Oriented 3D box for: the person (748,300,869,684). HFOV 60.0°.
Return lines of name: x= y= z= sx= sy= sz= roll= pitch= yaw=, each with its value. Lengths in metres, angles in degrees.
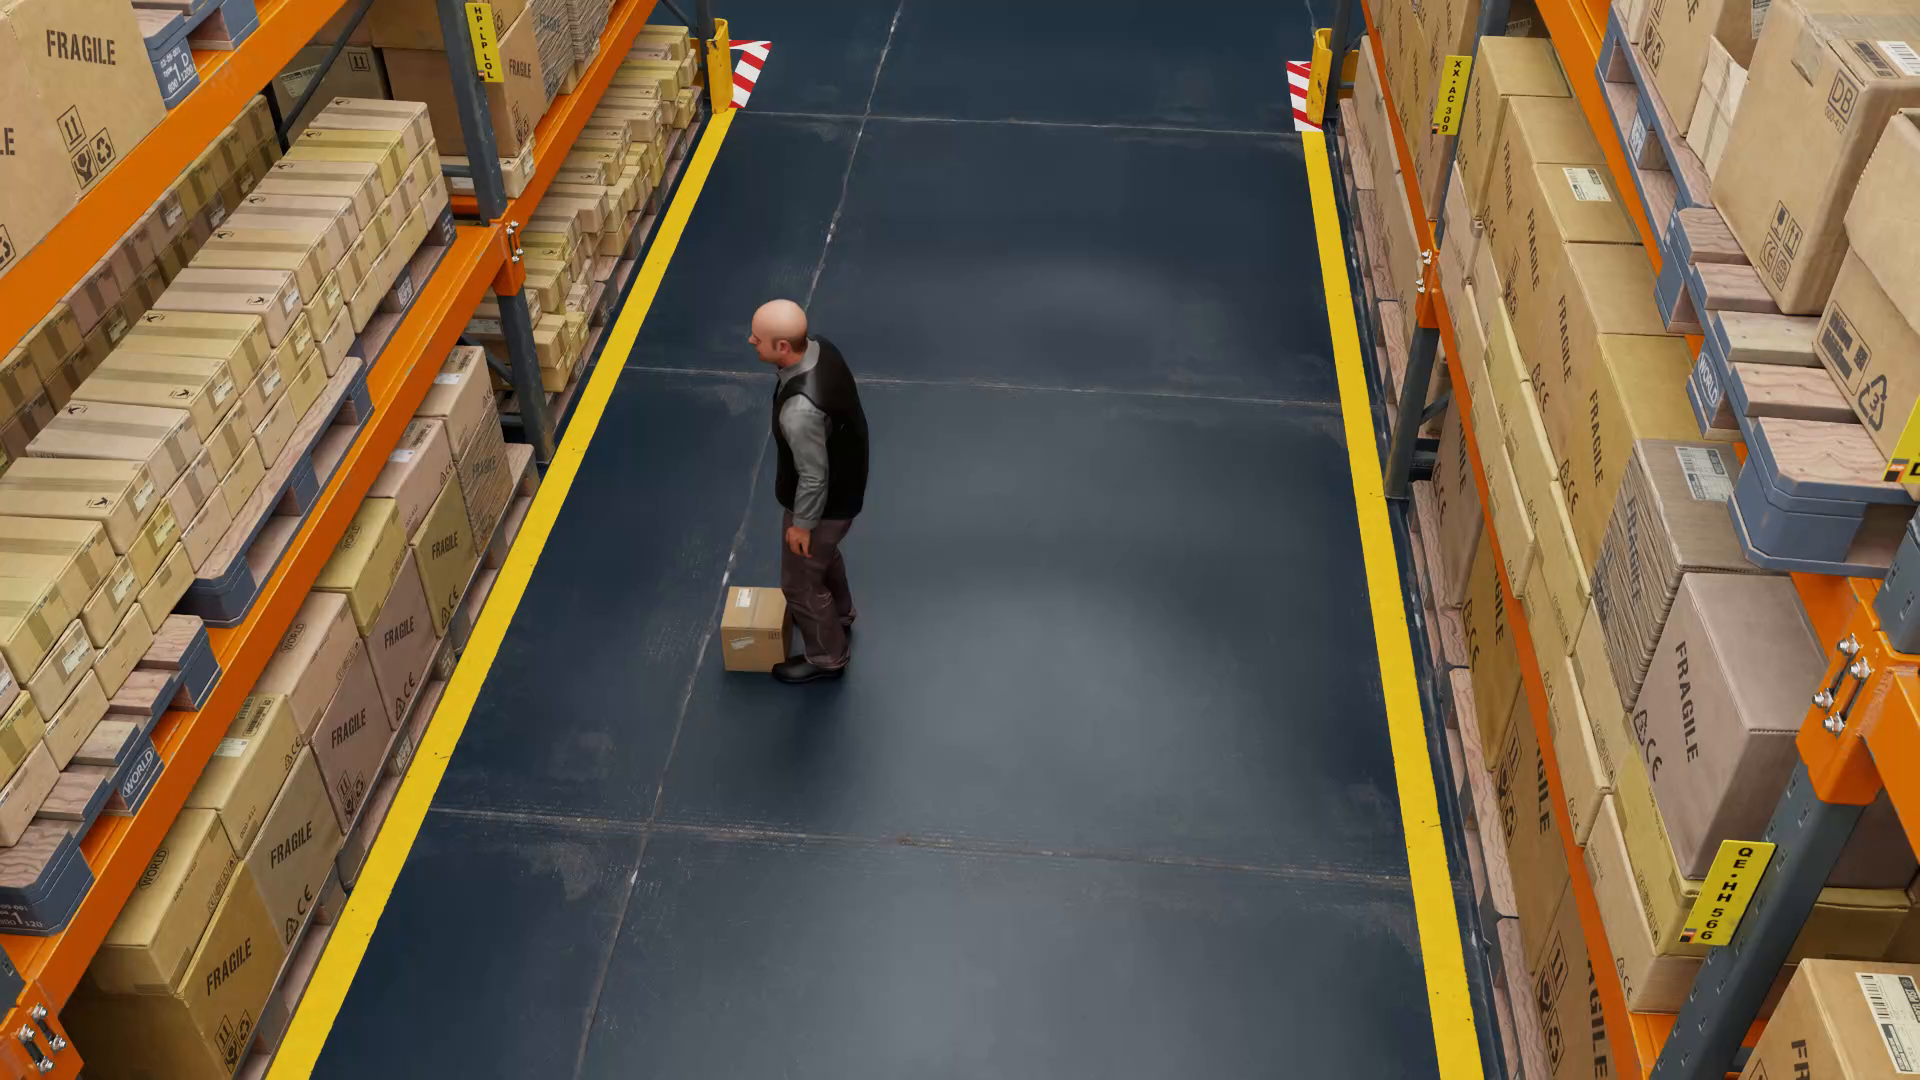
person: x=-0.555 y=-0.183 z=6.395 sx=0.426 sy=1.719 sz=0.580 roll=1 pitch=40 yaw=2
